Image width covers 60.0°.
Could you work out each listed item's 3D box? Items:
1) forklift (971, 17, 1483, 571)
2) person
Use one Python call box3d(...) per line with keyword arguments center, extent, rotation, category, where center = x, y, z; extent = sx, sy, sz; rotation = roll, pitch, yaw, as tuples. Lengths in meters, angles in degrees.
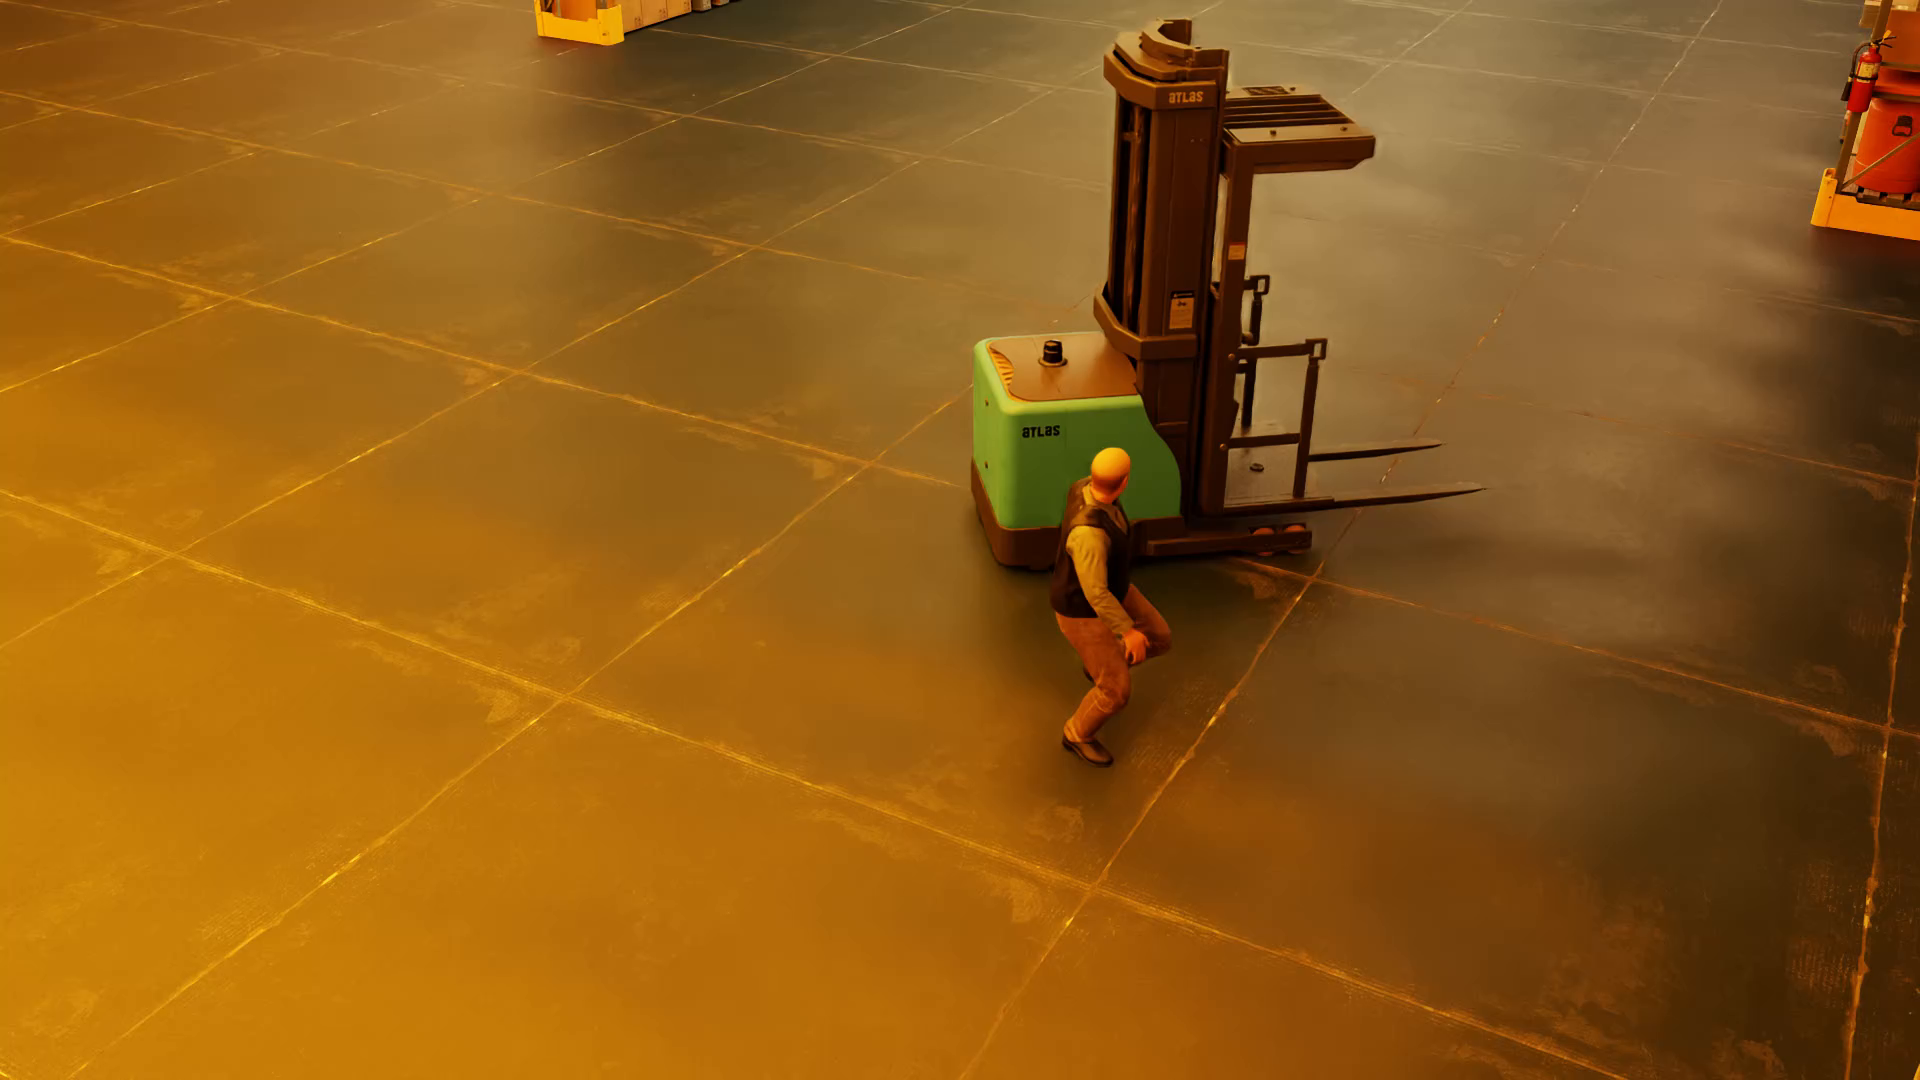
box3d(center=(1.634, -1.430, 9.548), extent=(3.031, 2.935, 1.130), rotation=(-5, 30, -8), category="forklift")
box3d(center=(0.698, 0.277, 7.922), extent=(0.604, 1.623, 0.802), rotation=(12, 32, 21), category="person")
